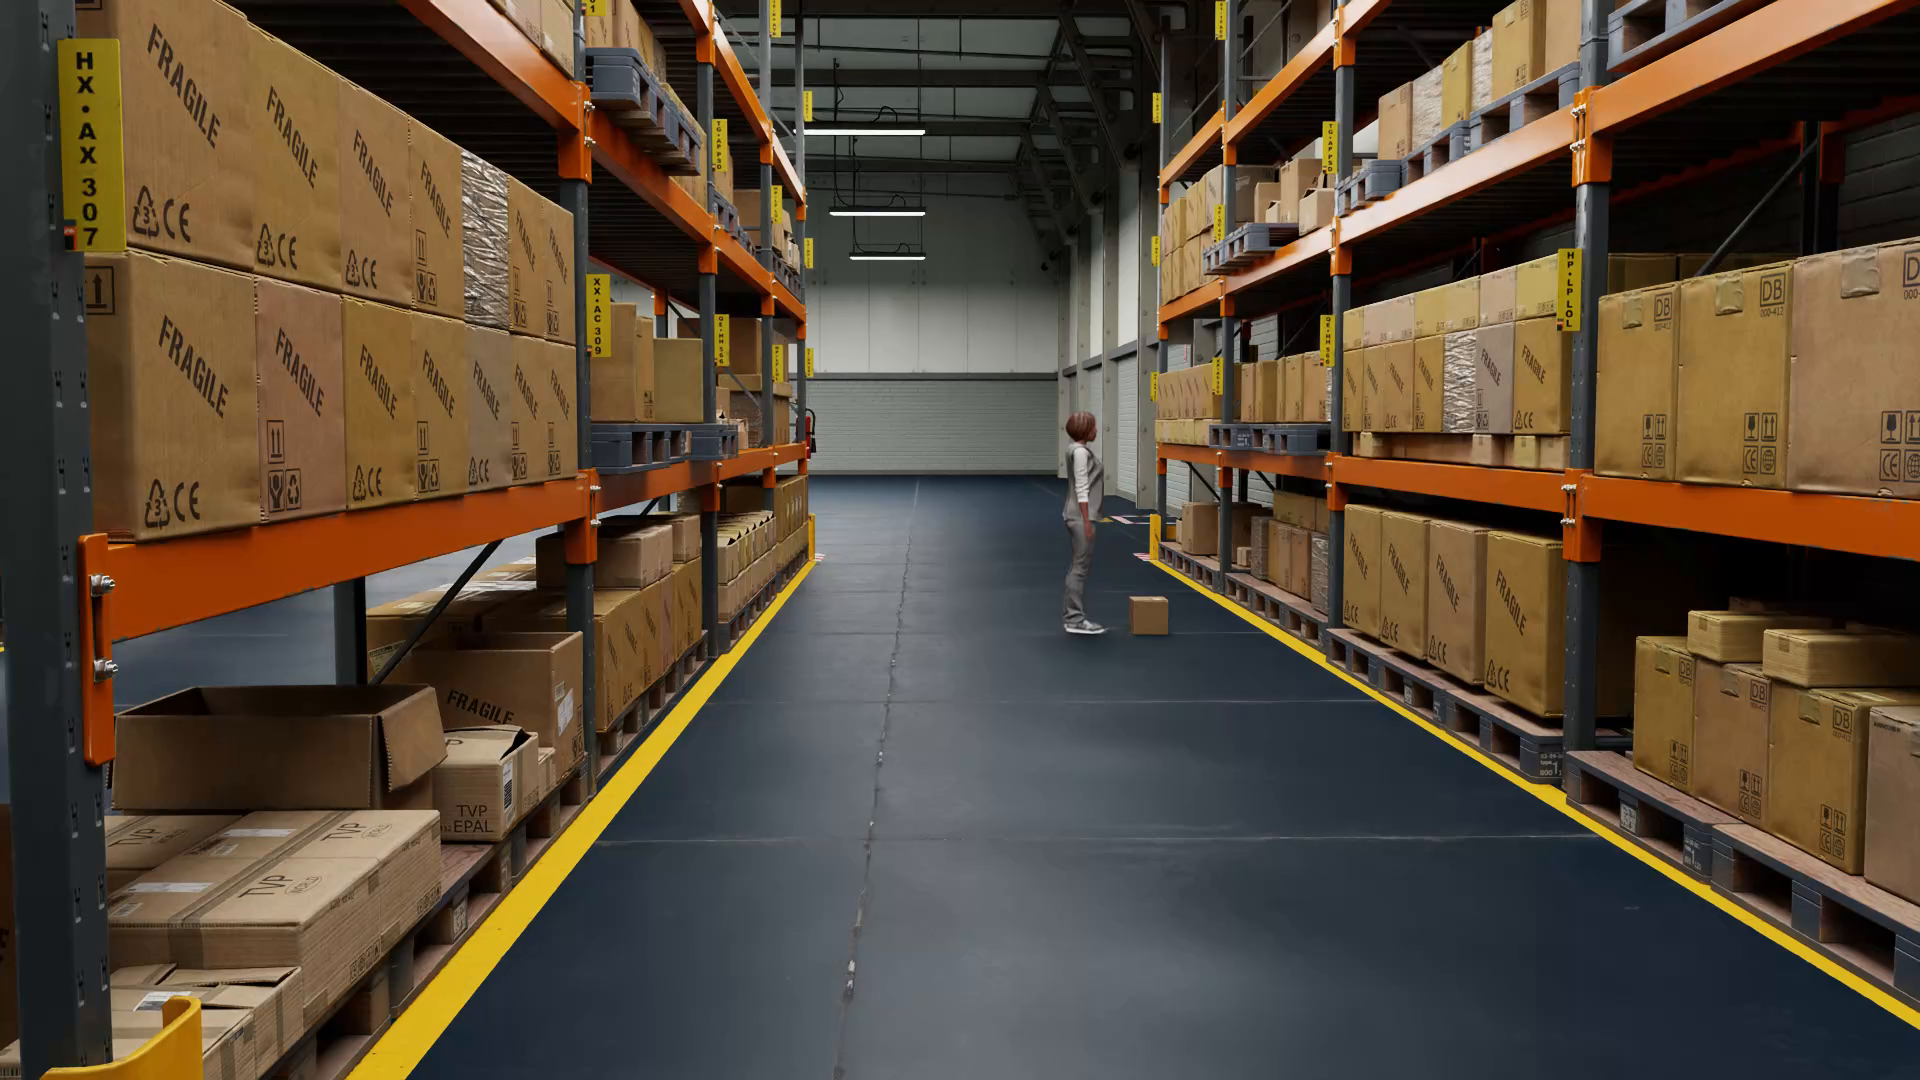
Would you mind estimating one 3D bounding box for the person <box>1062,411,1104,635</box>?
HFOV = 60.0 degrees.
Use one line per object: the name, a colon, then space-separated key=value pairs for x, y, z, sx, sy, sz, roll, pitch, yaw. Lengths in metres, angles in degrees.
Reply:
person: x=0.888 y=-0.128 z=11.998 sx=0.305 sy=1.607 sz=0.406 roll=0 pitch=4 yaw=-1
